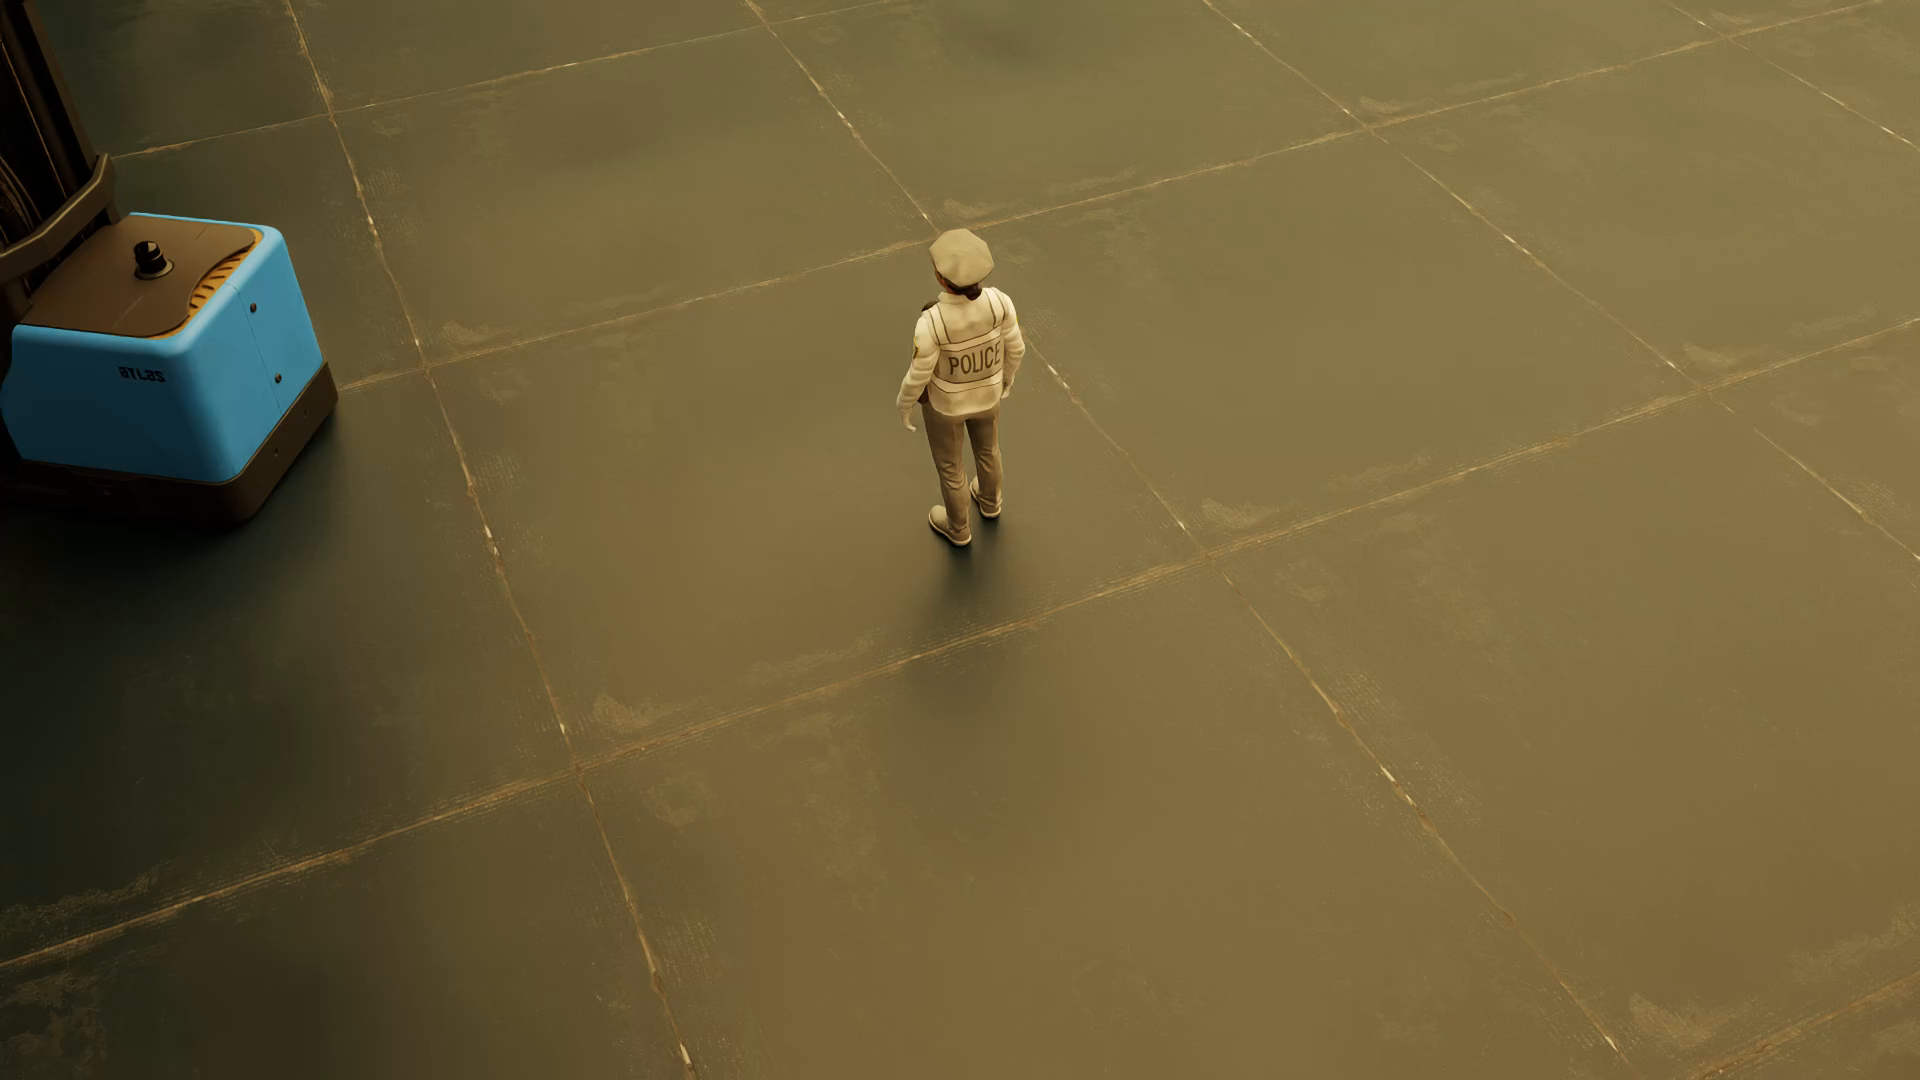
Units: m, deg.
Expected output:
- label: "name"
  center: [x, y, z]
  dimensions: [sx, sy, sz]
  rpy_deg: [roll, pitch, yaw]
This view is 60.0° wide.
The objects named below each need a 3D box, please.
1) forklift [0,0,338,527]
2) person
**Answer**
- label: "forklift"
  center: [-4.744, -1.620, 7.416]
  dimensions: [3.031, 2.935, 1.130]
  rpy_deg: [7, 43, 7]
- label: "person"
  center: [-0.022, -0.670, 7.293]
  dimensions: [0.586, 1.694, 0.530]
  rpy_deg: [-18, 46, -18]
